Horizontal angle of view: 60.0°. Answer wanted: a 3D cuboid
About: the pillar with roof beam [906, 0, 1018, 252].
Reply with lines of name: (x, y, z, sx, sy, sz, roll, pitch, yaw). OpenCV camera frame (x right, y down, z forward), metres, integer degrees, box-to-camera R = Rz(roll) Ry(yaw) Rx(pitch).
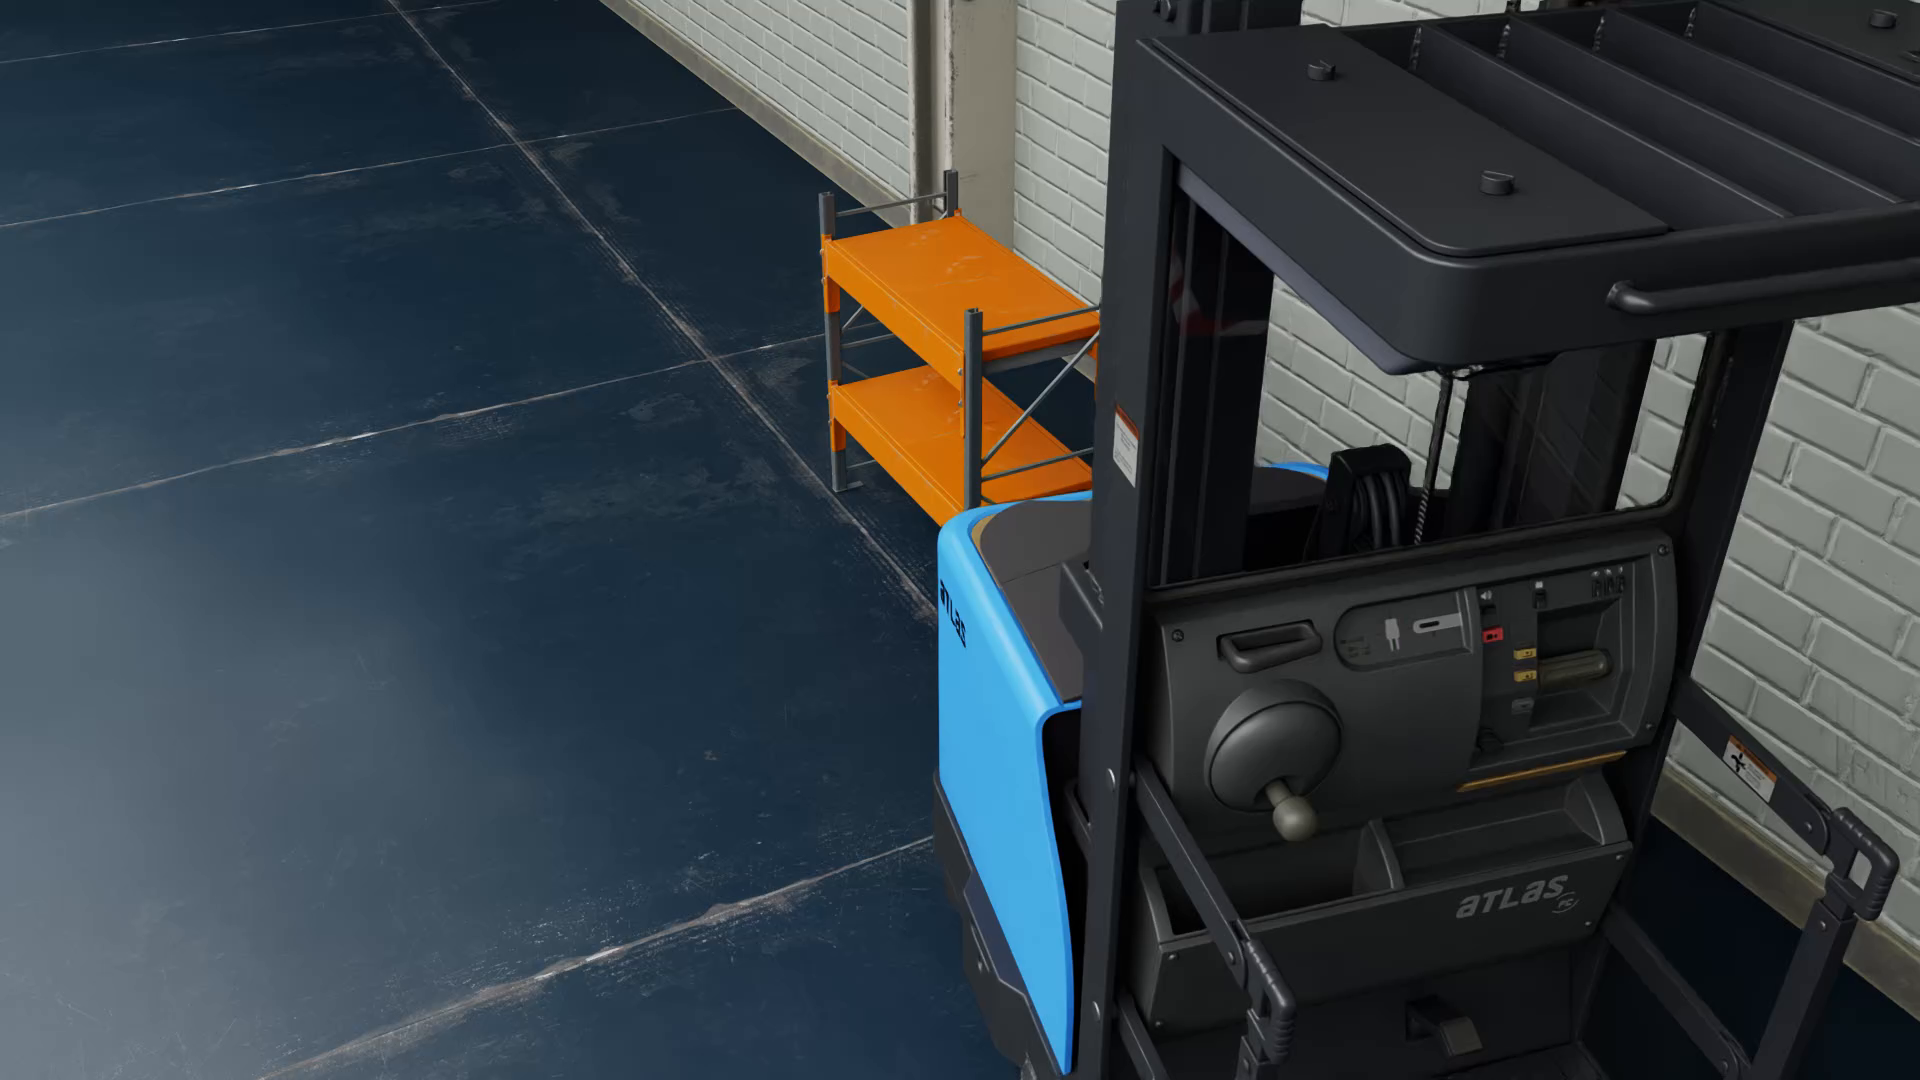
pillar with roof beam: (-3.802, -3.757, 3.272, 9.100, 9.000, 0.400, -16, 36, -23)

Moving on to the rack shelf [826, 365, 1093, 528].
rack shelf: (0.003, -0.265, 5.573, 0.538, 0.278, 1.000, -16, 36, -23)

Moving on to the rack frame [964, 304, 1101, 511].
rack frame: (0.240, -0.228, 5.063, 0.500, 1.125, 0.032, -16, 36, -23)

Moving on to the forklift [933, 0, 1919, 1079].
forklift: (0.831, 0.295, 2.573, 1.130, 2.935, 3.031, -9, 34, -14)

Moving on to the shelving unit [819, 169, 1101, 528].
shelving unit: (0.003, -0.470, 5.442, 0.538, 1.125, 1.048, -16, 36, -23)

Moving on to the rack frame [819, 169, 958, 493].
rack frame: (-0.234, -0.713, 5.820, 0.500, 1.125, 0.032, -16, 36, -23)

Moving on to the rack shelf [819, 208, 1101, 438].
rack shelf: (0.003, -0.717, 5.284, 0.538, 0.278, 1.000, -16, 36, -23)
